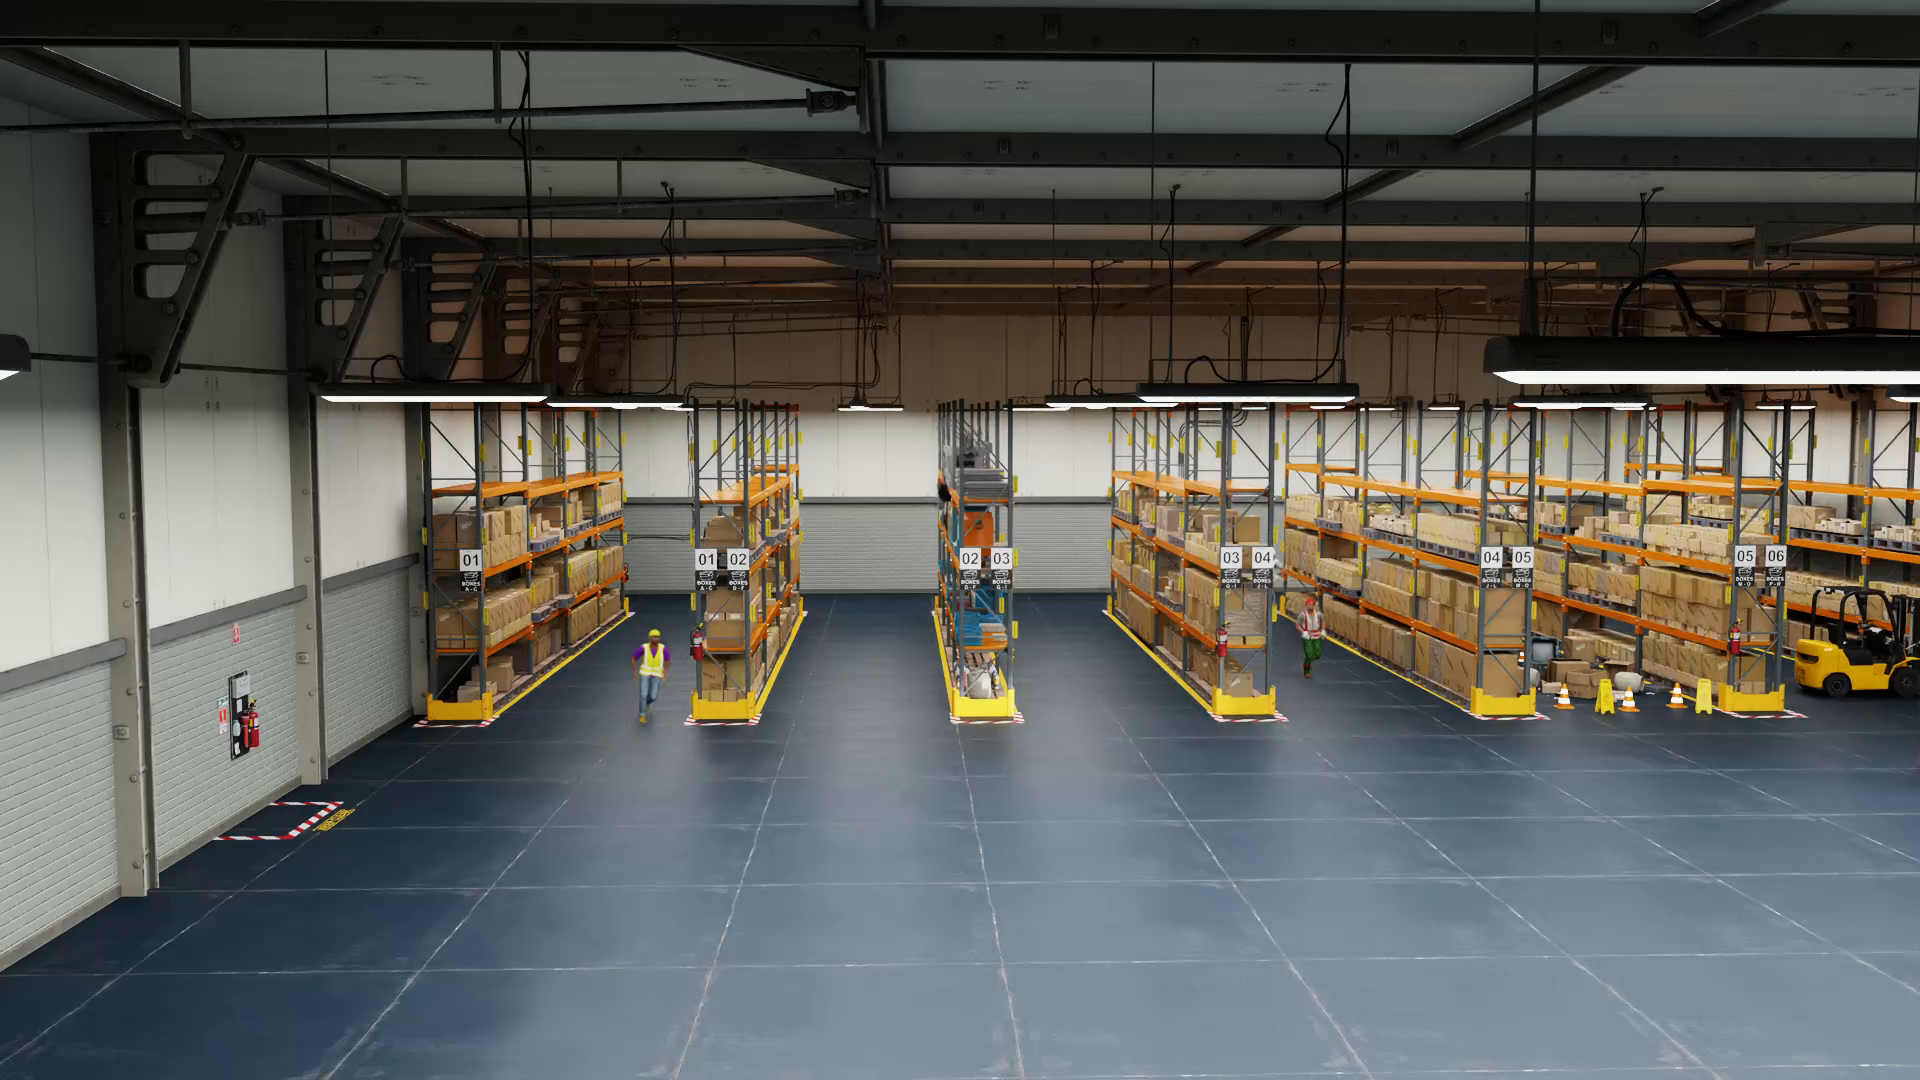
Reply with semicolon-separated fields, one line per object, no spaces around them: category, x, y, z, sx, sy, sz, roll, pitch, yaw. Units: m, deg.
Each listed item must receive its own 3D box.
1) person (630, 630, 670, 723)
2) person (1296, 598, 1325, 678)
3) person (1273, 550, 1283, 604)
person;-5.787;2.525;31.101;0.747;1.720;0.590;-1;5;-18
person;7.605;2.127;35.994;0.688;1.744;0.665;0;4;-6
person;9.085;1.145;48.885;0.805;1.766;0.819;-2;5;-20
